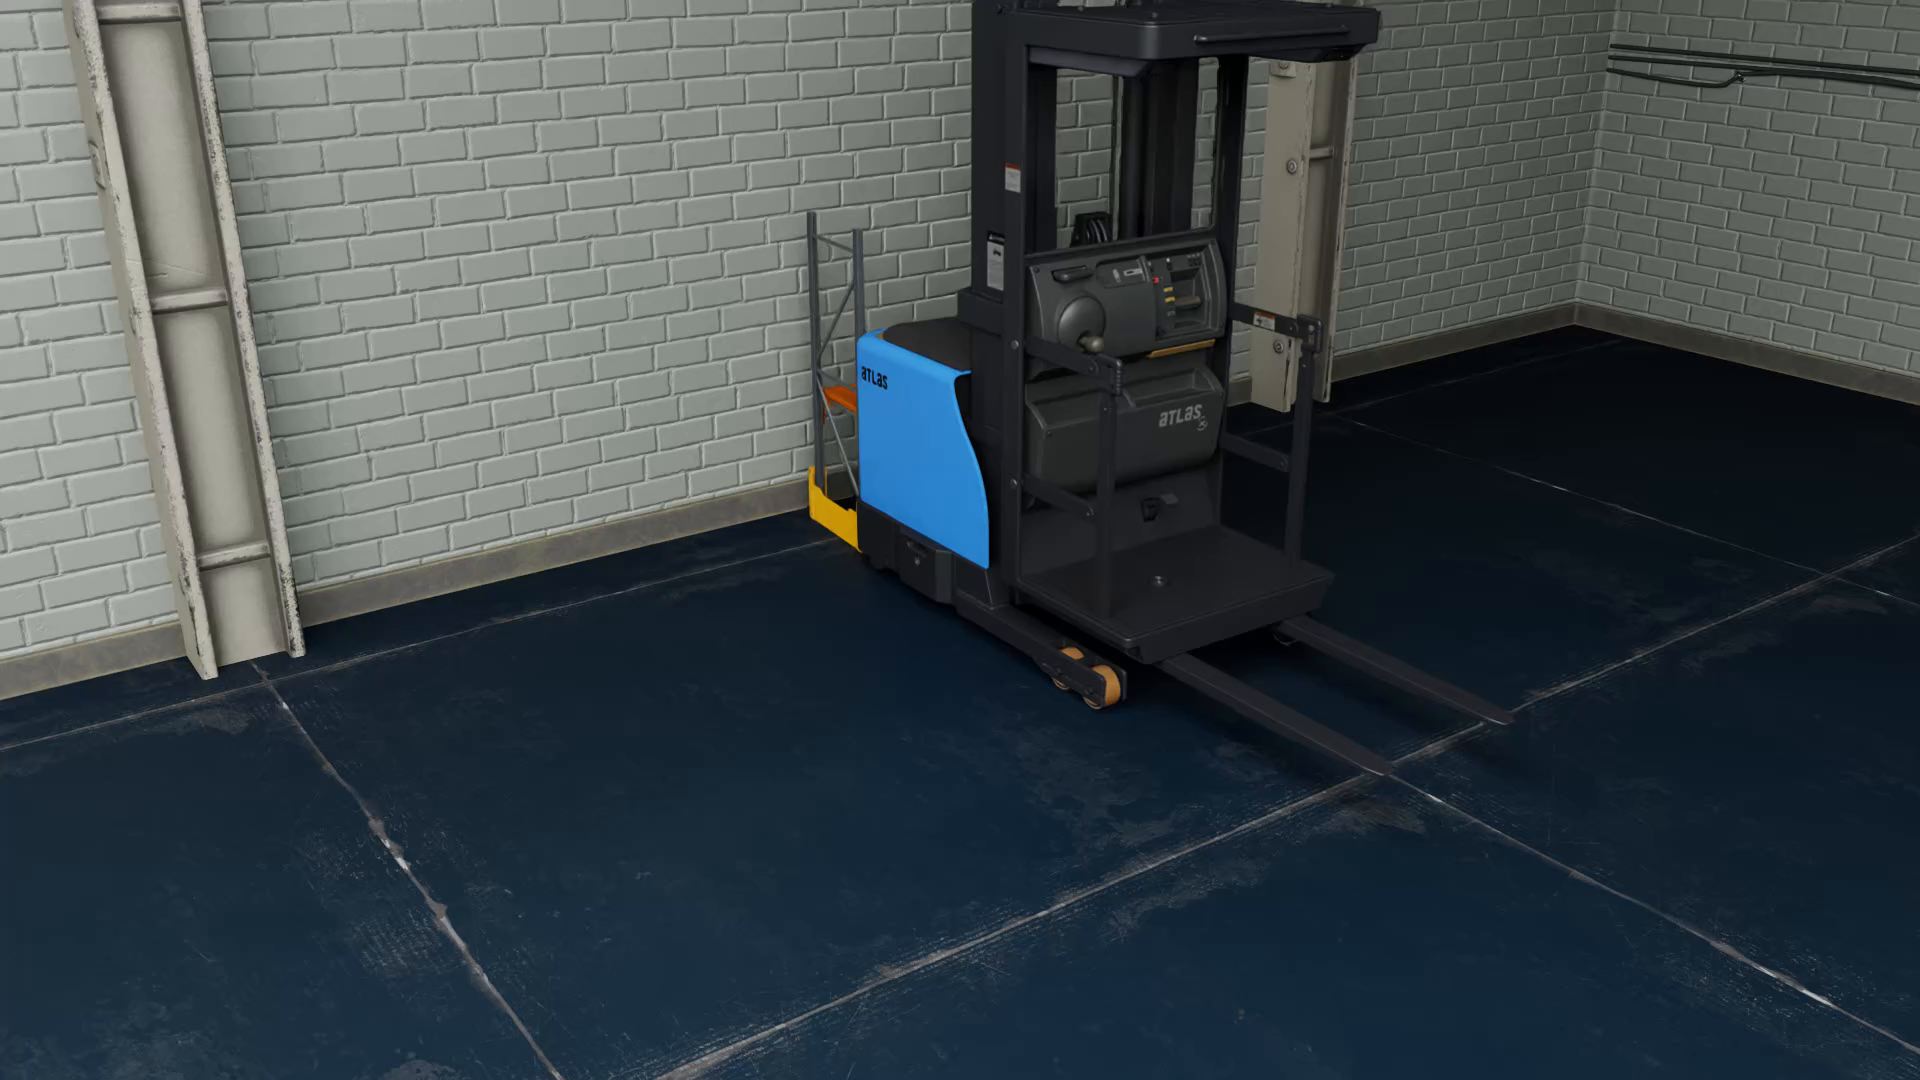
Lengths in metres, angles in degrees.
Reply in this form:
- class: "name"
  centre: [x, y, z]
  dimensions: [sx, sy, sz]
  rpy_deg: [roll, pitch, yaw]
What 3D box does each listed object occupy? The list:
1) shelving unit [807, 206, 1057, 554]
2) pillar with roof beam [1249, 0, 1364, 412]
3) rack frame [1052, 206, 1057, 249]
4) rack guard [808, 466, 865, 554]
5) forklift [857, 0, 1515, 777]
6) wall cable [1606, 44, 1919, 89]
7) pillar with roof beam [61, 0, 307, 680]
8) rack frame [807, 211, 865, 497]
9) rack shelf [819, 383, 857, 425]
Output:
- class: "shelving unit"
  centre: [-0.134, -0.825, 7.941]
  dimensions: [1.083, 1.500, 0.587]
  rpy_deg: [-12, 25, -28]
- class: "pillar with roof beam"
  centre: [4.490, -3.723, 5.084]
  dimensions: [0.400, 9.000, 9.100]
  rpy_deg: [-15, 26, -33]
- class: "rack frame"
  centre: [0.310, -0.924, 8.188]
  dimensions: [0.032, 1.500, 0.500]
  rpy_deg: [-12, 25, -28]
- class: "rack guard"
  centre: [-0.561, -0.150, 7.935]
  dimensions: [0.087, 0.250, 0.587]
  rpy_deg: [-12, 25, -28]
- class: "forklift"
  centre: [0.782, -0.924, 6.256]
  dimensions: [1.130, 2.935, 3.031]
  rpy_deg: [-14, 26, -32]
- class: "wall cable"
  centre: [5.139, -3.816, 9.507]
  dimensions: [0.112, 2.526, 3.097]
  rpy_deg: [-15, 26, -33]
- class: "pillar with roof beam"
  centre: [-0.381, -2.424, 1.830]
  dimensions: [0.400, 9.000, 9.100]
  rpy_deg: [-15, 26, -33]
- class: "rack frame"
  centre: [-0.563, -0.730, 7.703]
  dimensions: [0.032, 1.500, 0.500]
  rpy_deg: [-12, 25, -28]
- class: "rack shelf"
  centre: [-0.126, -0.660, 8.012]
  dimensions: [1.000, 0.185, 0.538]
  rpy_deg: [-12, 25, -28]
